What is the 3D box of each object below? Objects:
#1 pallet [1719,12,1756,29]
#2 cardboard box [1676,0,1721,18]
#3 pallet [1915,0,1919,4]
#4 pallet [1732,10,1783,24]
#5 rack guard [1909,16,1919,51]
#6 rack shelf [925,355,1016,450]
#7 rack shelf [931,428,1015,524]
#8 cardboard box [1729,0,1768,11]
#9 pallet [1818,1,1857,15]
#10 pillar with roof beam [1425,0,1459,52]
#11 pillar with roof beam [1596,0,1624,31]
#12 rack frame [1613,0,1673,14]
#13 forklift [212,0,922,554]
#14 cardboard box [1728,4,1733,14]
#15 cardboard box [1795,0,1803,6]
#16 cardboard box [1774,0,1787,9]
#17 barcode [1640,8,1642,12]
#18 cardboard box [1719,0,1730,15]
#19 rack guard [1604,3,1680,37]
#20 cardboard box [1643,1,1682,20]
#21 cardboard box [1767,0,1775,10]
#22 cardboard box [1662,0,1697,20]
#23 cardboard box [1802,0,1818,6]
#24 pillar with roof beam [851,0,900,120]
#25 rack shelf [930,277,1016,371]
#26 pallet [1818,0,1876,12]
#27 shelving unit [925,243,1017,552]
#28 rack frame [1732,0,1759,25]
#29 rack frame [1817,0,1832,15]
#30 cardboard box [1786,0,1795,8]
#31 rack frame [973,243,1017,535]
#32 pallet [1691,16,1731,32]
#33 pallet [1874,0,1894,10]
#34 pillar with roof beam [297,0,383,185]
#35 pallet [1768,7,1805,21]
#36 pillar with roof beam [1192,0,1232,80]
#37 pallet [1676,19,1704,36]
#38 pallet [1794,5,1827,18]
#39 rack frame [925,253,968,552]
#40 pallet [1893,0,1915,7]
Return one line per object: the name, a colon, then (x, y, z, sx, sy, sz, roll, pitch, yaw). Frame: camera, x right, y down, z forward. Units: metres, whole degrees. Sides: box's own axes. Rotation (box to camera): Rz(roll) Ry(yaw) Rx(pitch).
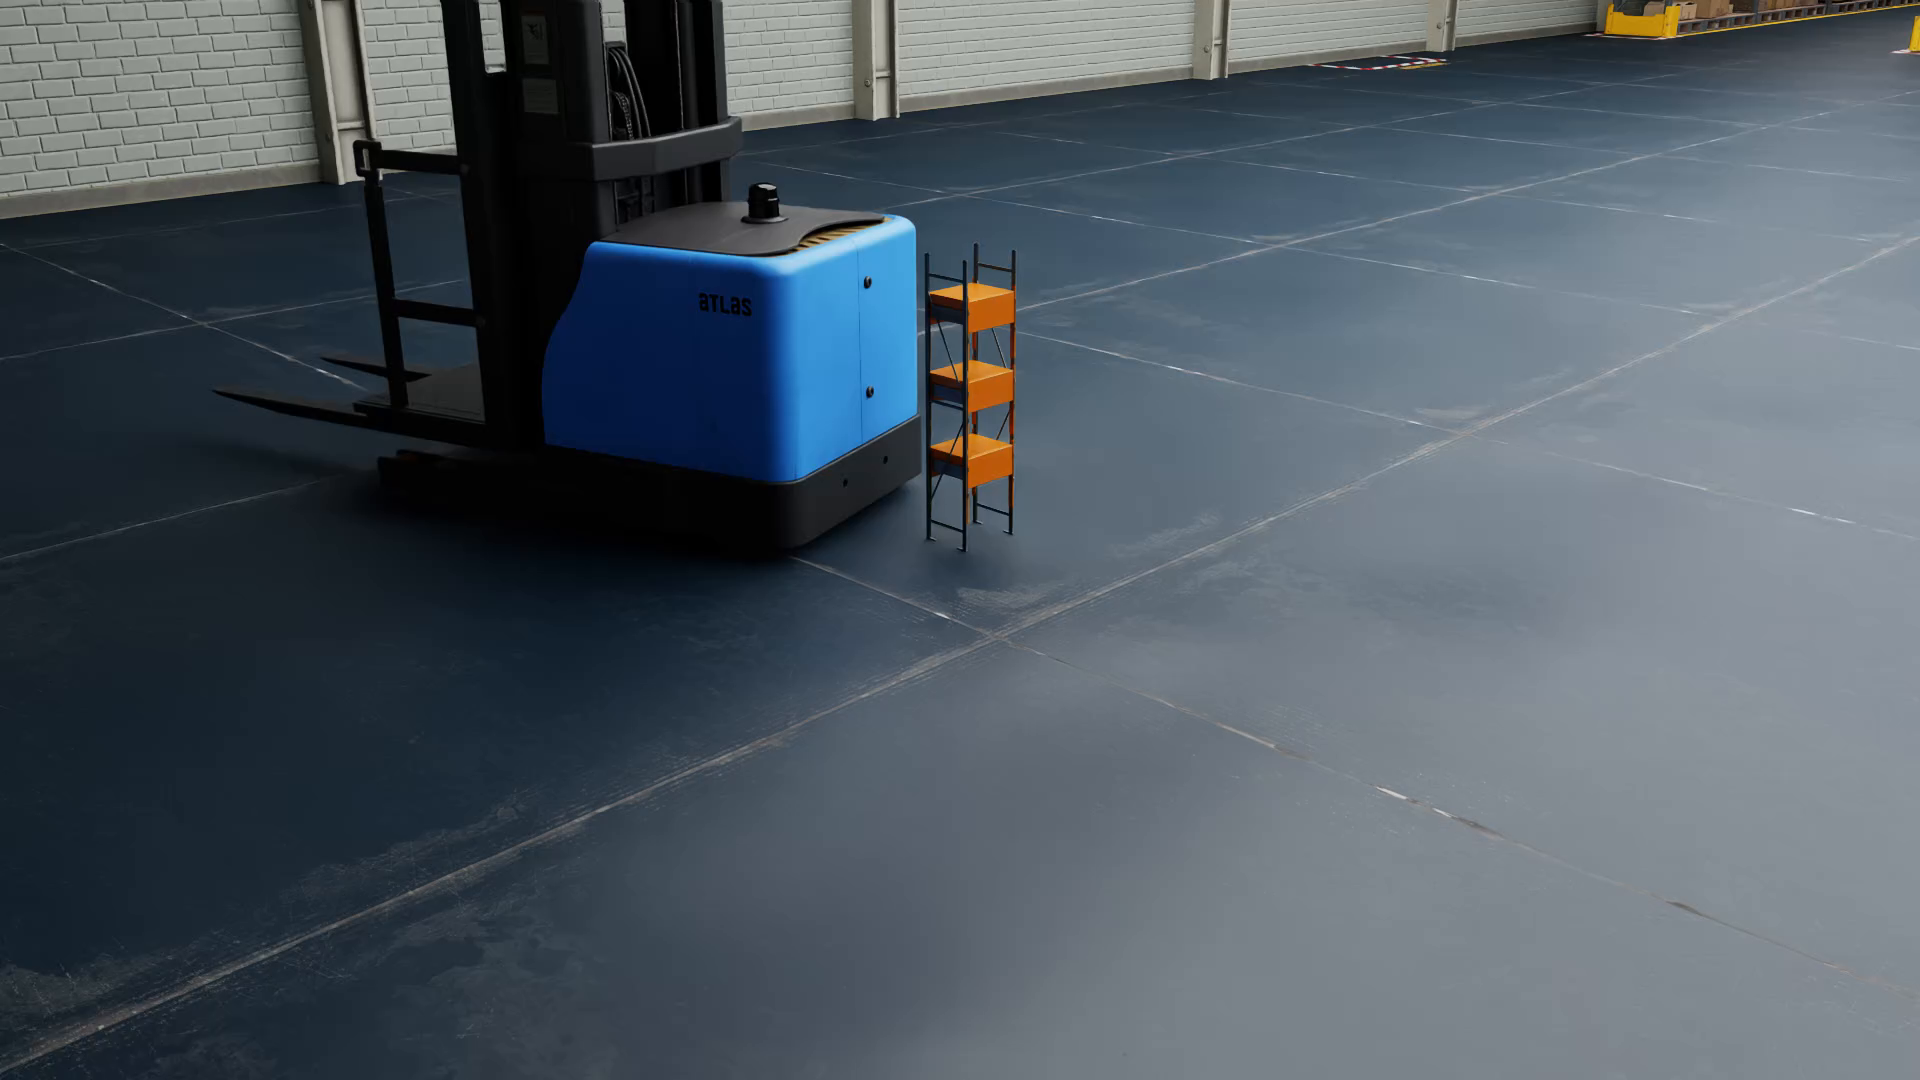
pallet: (14.140, -9.729, 31.093, 1.003, 0.211, 1.213, 19, 28, 41)
cardboard box: (13.285, -9.701, 30.003, 0.700, 0.500, 0.500, 17, 27, 37)
pallet: (21.601, -12.458, 38.193, 1.003, 0.211, 1.213, 19, 28, 41)
pallet: (15.125, -10.111, 32.087, 1.003, 0.211, 1.213, 19, 28, 41)
rack guard: (15.327, -7.772, 25.599, 1.175, 0.500, 0.348, 19, 28, 41)
rack shelf: (0.037, -0.494, 5.926, 0.215, 0.259, 0.240, 19, 28, 41)
rack shelf: (0.037, -0.234, 6.026, 0.215, 0.259, 0.240, 19, 28, 41)
cardboard box: (15.084, -10.444, 31.937, 0.500, 0.500, 0.700, -19, 28, -40)
pallet: (17.977, -11.123, 34.718, 1.003, 0.211, 1.213, 19, 28, 41)
pillar with roof beam: (10.560, -10.761, 21.529, 9.100, 9.000, 0.400, 19, 28, 41)
pillar with roof beam: (14.745, -12.303, 25.542, 9.100, 9.000, 0.400, 19, 28, 41)
rack frame: (11.792, -10.184, 28.390, 1.000, 3.000, 0.127, 19, 28, 41)
forklift: (-1.704, -1.667, 6.327, 3.031, 2.935, 1.130, 10, 23, 25)
cardboard box: (14.231, -9.950, 31.117, 0.380, 0.166, 0.250, 15, 26, 34)
cardboard box: (16.466, -10.978, 33.325, 0.700, 0.500, 0.500, 19, 28, 41)
cardboard box: (15.794, -10.711, 32.631, 0.700, 0.500, 0.500, 20, 28, 41)
barcode: (12.066, -9.399, 29.468, 0.001, 0.075, 0.075, 19, 28, 41)
cardboard box: (13.887, -9.974, 30.714, 0.500, 0.500, 0.500, 17, 27, 37)
rack guard: (11.845, -9.037, 28.889, 1.175, 0.500, 0.348, 19, 28, 41)
cardboard box: (12.340, -9.290, 29.197, 0.500, 0.311, 0.500, 15, 26, 35)
cardboard box: (15.409, -10.590, 32.316, 0.700, 0.500, 0.500, 19, 28, 40)
cardboard box: (12.737, -9.436, 29.579, 0.500, 0.311, 0.500, -17, 27, -38)
cardboard box: (16.908, -11.081, 33.594, 0.500, 0.500, 0.700, -20, 29, -41)
pillar with roof beam: (2.189, -7.676, 13.504, 9.100, 9.000, 0.400, 19, 28, 41)
rack shelf: (0.037, -0.759, 5.824, 0.215, 0.259, 0.240, 19, 28, 41)
pallet: (18.828, -11.435, 35.530, 1.003, 0.211, 1.213, 19, 28, 41)
shelving unit: (0.037, -0.504, 5.922, 0.215, 1.050, 0.252, 19, 28, 41)
rack frame: (14.583, -11.212, 31.065, 1.000, 3.000, 0.127, 19, 28, 41)
rack frame: (17.373, -12.240, 33.740, 1.000, 3.000, 0.127, 19, 28, 41)
cardboard box: (16.139, -10.843, 32.975, 0.700, 0.500, 0.500, 19, 28, 40)
rack frame: (0.122, -0.535, 6.004, 0.200, 1.050, 0.008, 19, 28, 41)
pallet: (13.288, -9.414, 30.273, 1.003, 0.211, 1.213, 19, 28, 41)
pallet: (19.679, -11.750, 36.350, 1.003, 0.211, 1.213, 19, 28, 41)
pillar with roof beam: (-1.997, -6.134, 9.491, 9.100, 9.000, 0.400, 19, 28, 41)
pallet: (15.976, -10.426, 32.907, 1.003, 0.211, 1.213, 19, 28, 41)
pillar with roof beam: (6.374, -9.219, 17.516, 9.100, 9.000, 0.400, 19, 28, 41)
pallet: (12.437, -9.102, 29.461, 1.003, 0.211, 1.213, 19, 28, 41)
pallet: (16.827, -10.738, 33.719, 1.003, 0.211, 1.213, 19, 28, 41)
rack frame: (-0.048, -0.472, 5.840, 0.200, 1.050, 0.008, 19, 28, 41)
pallet: (20.750, -12.143, 37.373, 1.003, 0.211, 1.213, 19, 28, 41)
